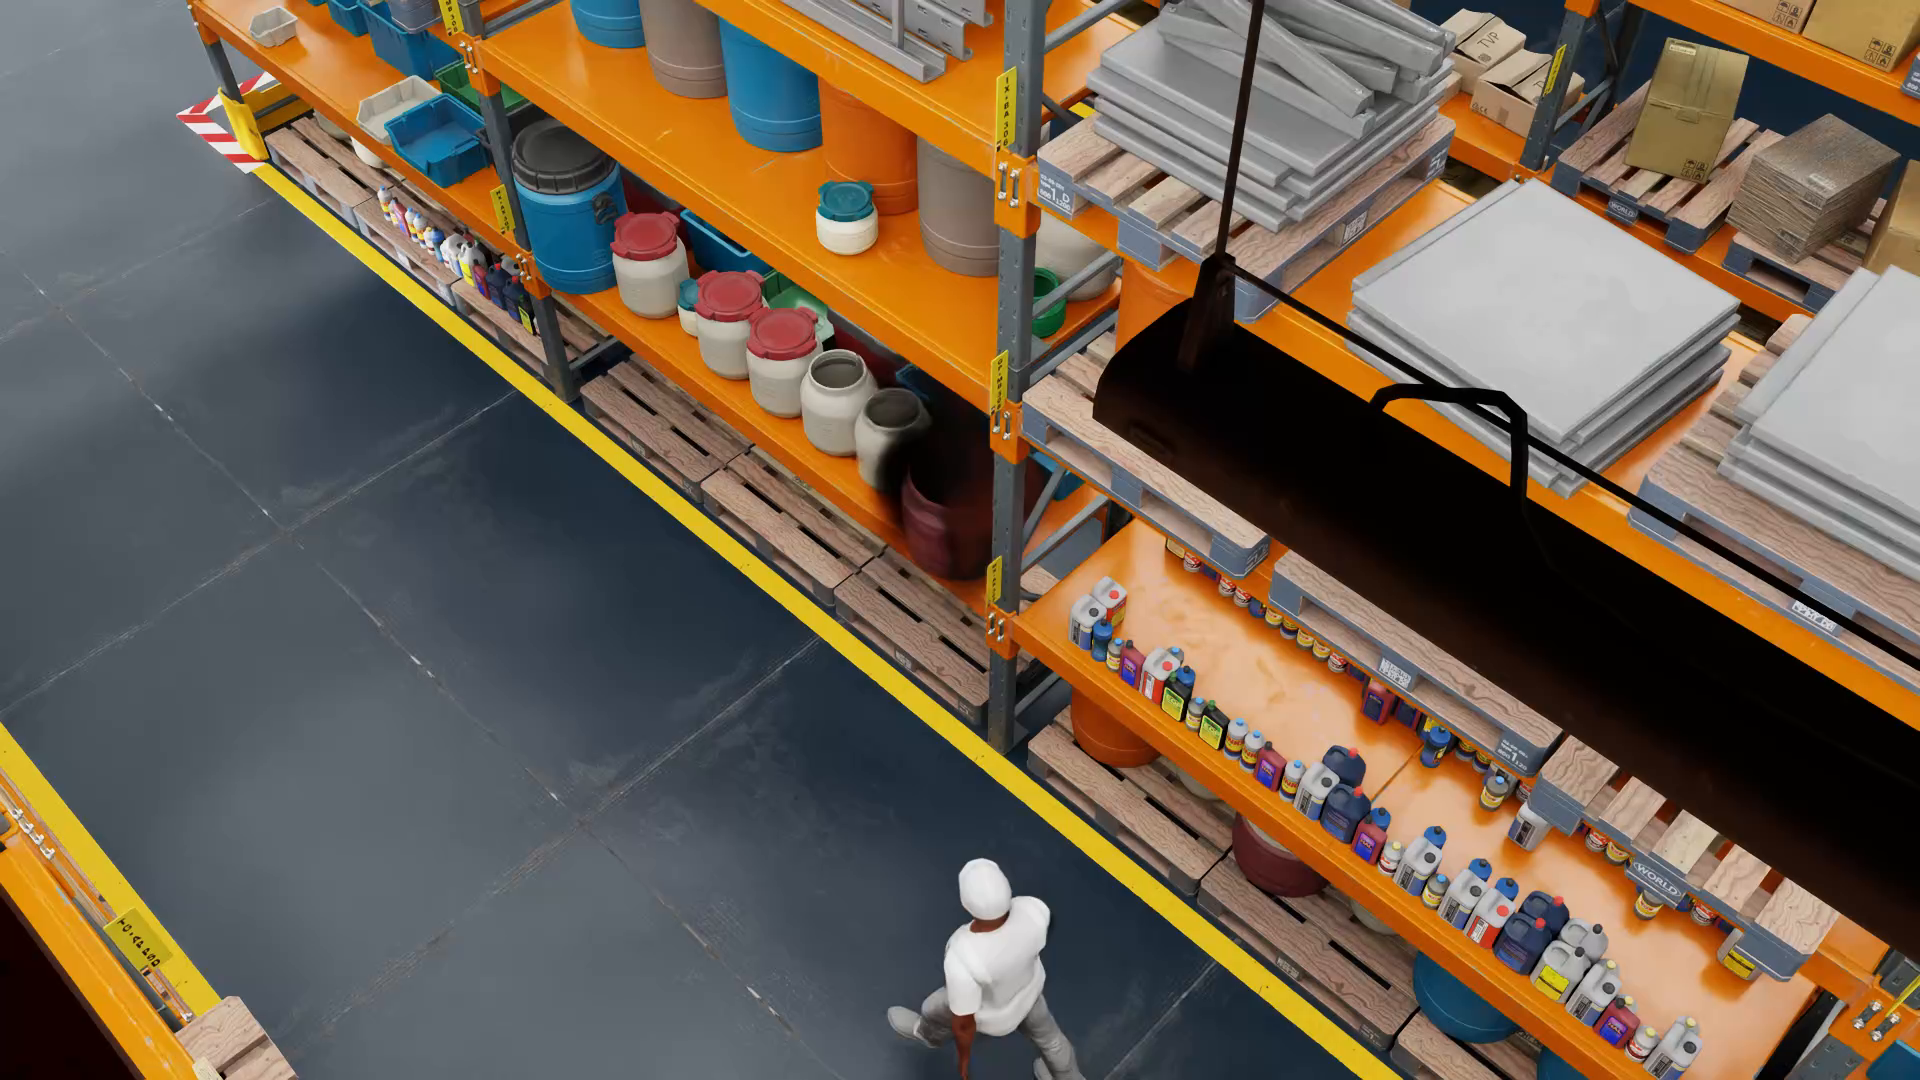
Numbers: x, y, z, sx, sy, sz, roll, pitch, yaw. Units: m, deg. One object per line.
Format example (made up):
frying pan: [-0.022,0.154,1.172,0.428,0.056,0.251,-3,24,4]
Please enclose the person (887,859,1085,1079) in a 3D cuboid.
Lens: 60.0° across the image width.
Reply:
person: [0.110,1.953,7.279,1.024,1.699,0.715,30,56,23]
